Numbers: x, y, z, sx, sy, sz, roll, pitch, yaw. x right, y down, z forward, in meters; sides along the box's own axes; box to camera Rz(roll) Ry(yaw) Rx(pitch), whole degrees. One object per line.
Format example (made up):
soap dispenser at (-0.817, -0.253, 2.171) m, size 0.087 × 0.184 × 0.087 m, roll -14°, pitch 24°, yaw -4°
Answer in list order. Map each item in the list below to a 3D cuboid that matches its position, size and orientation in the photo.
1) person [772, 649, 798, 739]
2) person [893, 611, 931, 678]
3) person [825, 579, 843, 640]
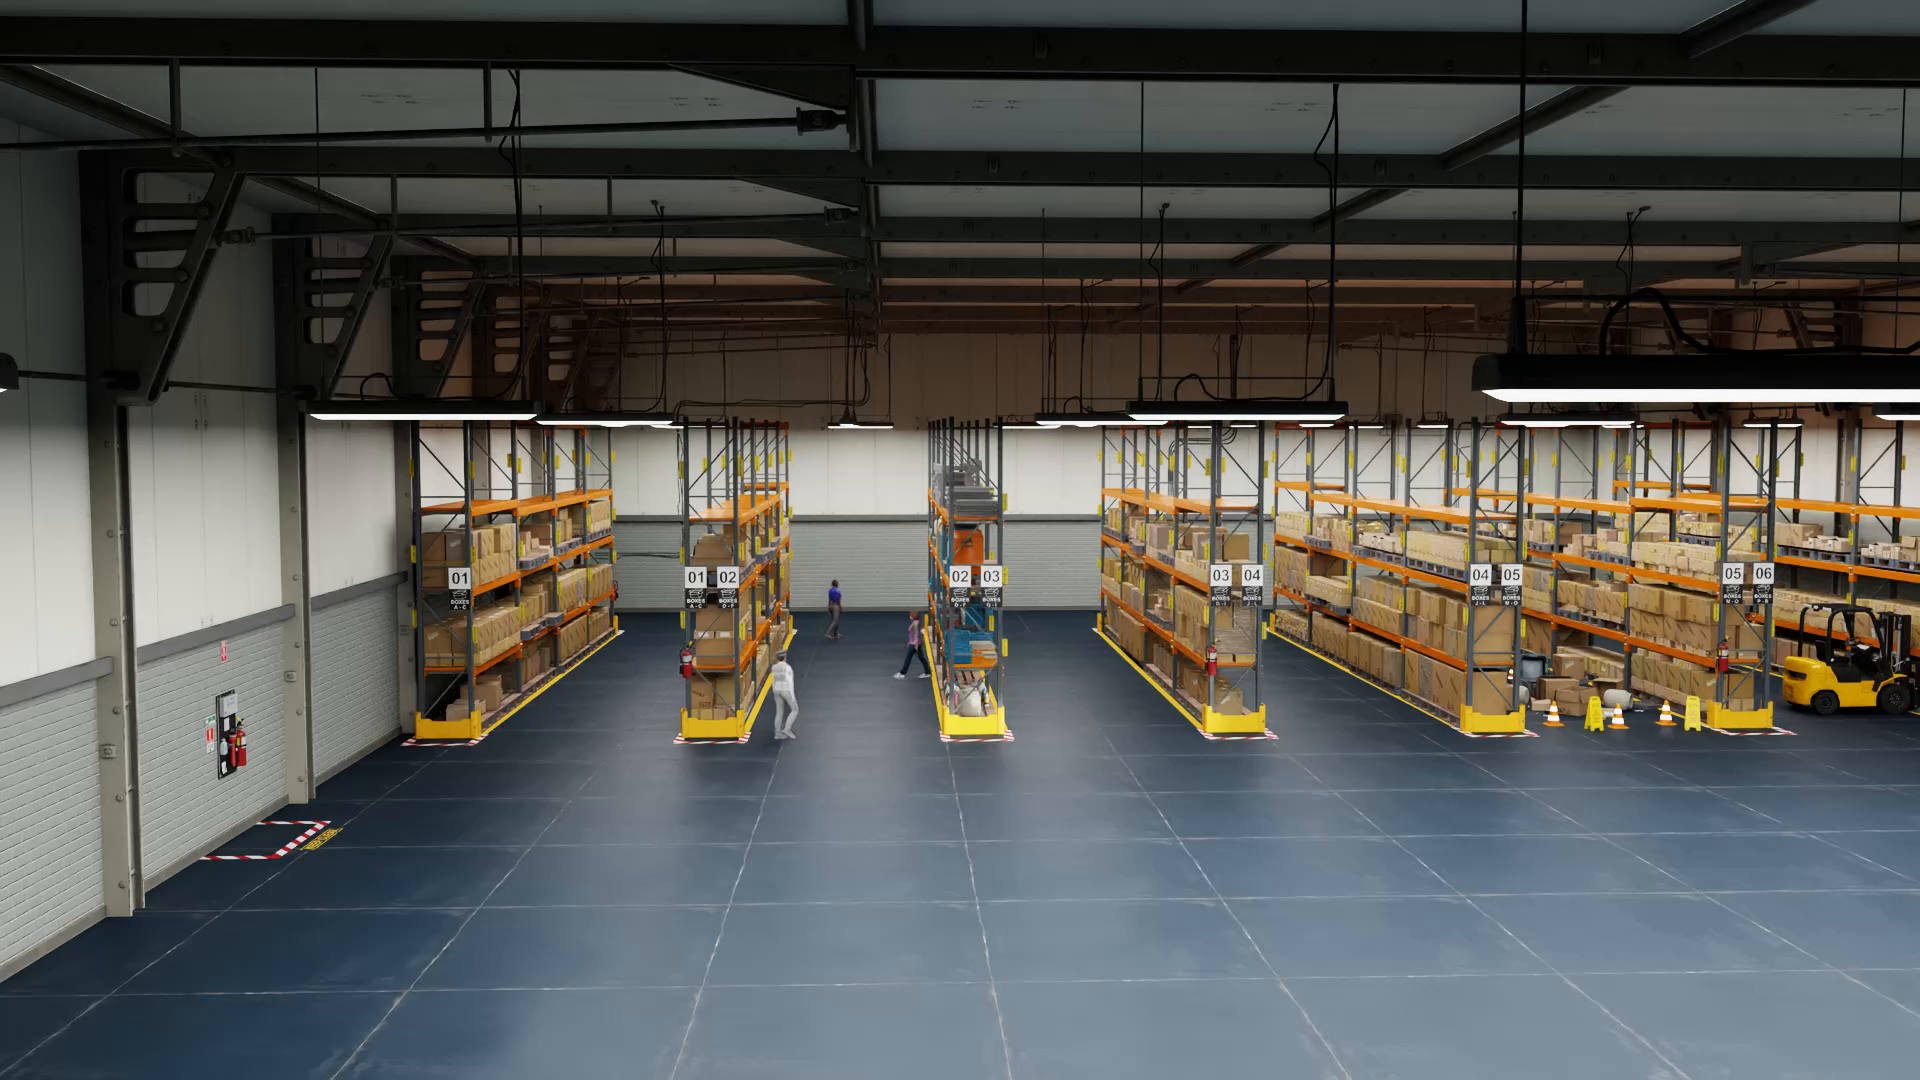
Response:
person at (-3.299, 2.864, 30.947) m, size 0.578 × 1.649 × 0.457 m, roll 2°, pitch 4°, yaw 33°
person at (-1.091, 2.420, 38.515) m, size 0.851 × 1.544 × 0.445 m, roll 1°, pitch 4°, yaw 12°
person at (-3.459, 1.906, 45.749) m, size 0.750 × 1.640 × 0.555 m, roll -3°, pitch 5°, yaw -36°
